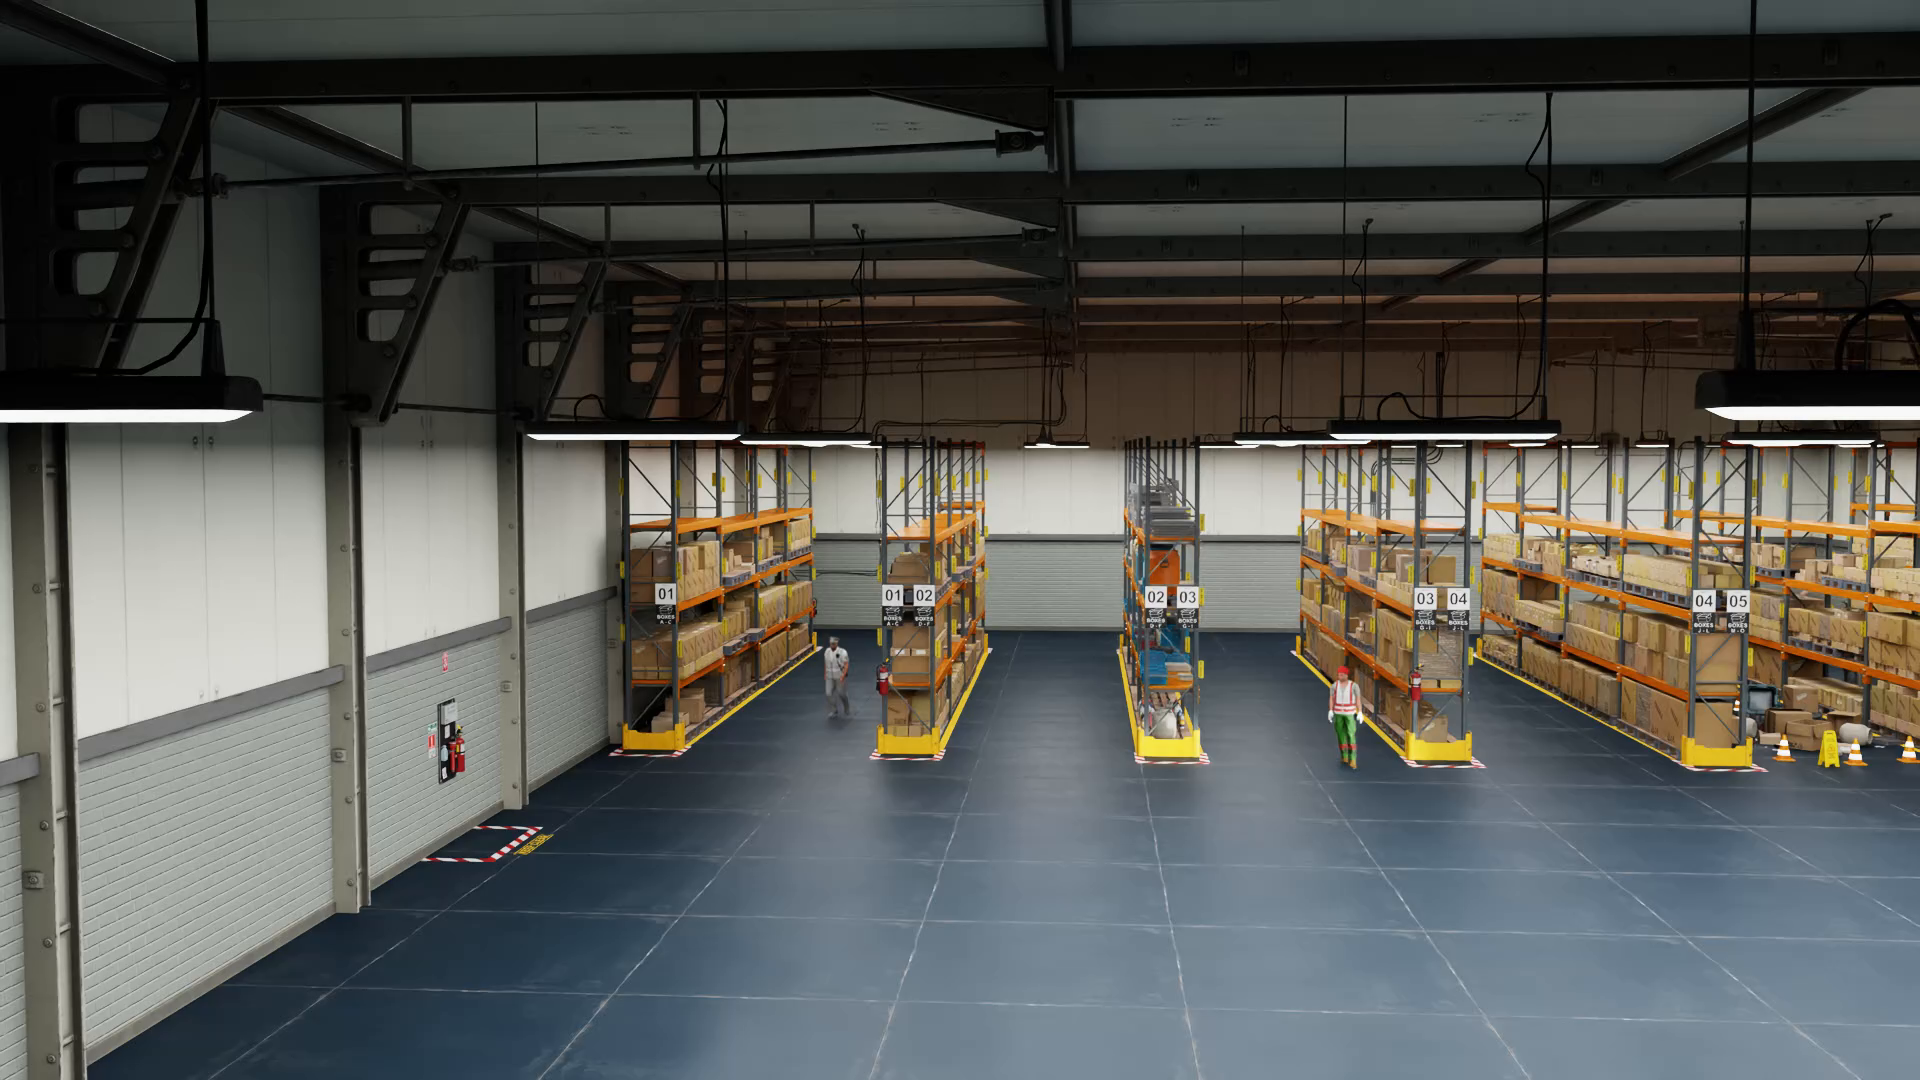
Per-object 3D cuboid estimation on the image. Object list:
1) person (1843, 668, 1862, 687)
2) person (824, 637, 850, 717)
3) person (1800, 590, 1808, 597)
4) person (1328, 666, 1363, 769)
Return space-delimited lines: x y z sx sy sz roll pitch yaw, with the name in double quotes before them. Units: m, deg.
"person" 21.085 2.802 39.270 0.500 1.655 0.521 0 3 2
"person" -2.662 2.957 35.957 0.609 1.788 0.585 1 3 19
"person" 24.181 2.306 47.534 1.099 1.738 0.599 0 3 -3
"person" 7.006 3.207 30.325 0.623 1.791 0.639 2 4 30
